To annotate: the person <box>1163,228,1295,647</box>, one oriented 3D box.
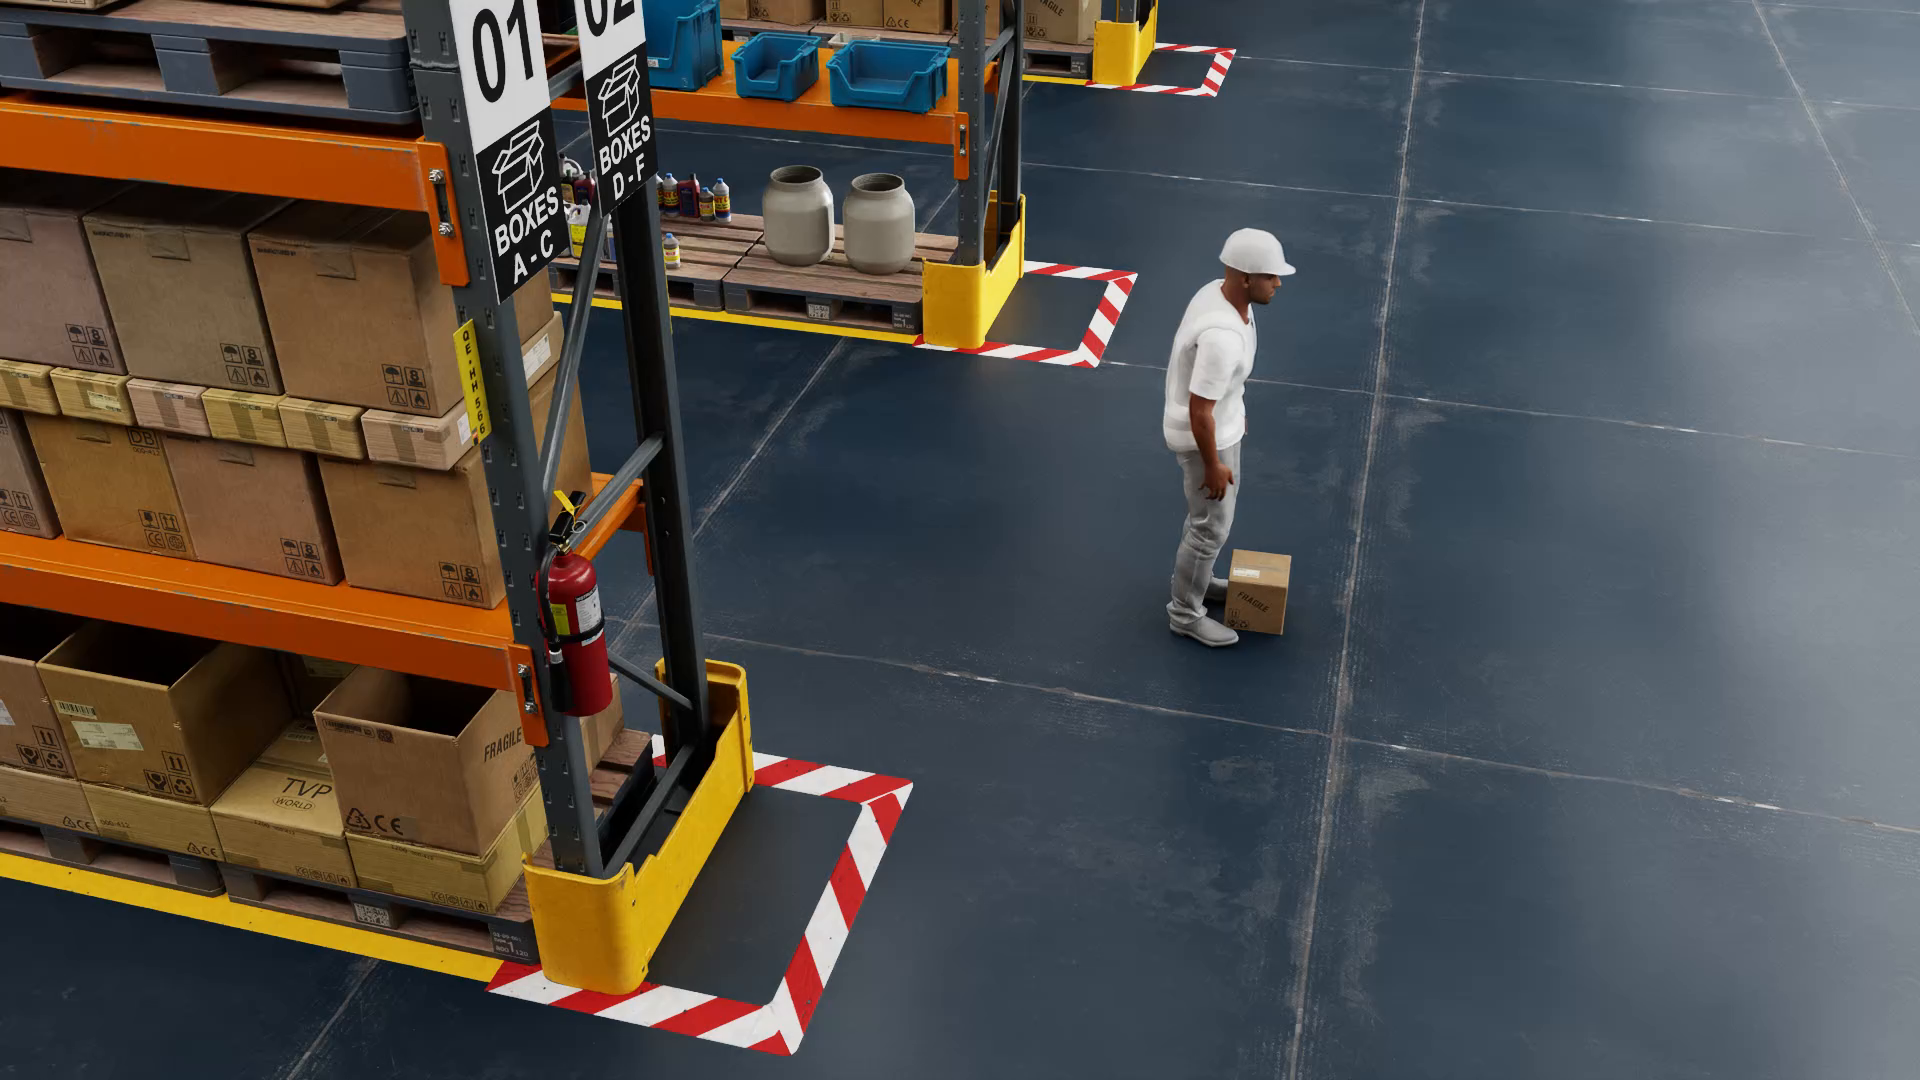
[{"bbox_3d":[1.058,-0.435,6.800,0.456,1.761,0.628,8,34,13],"label":"person"}]
